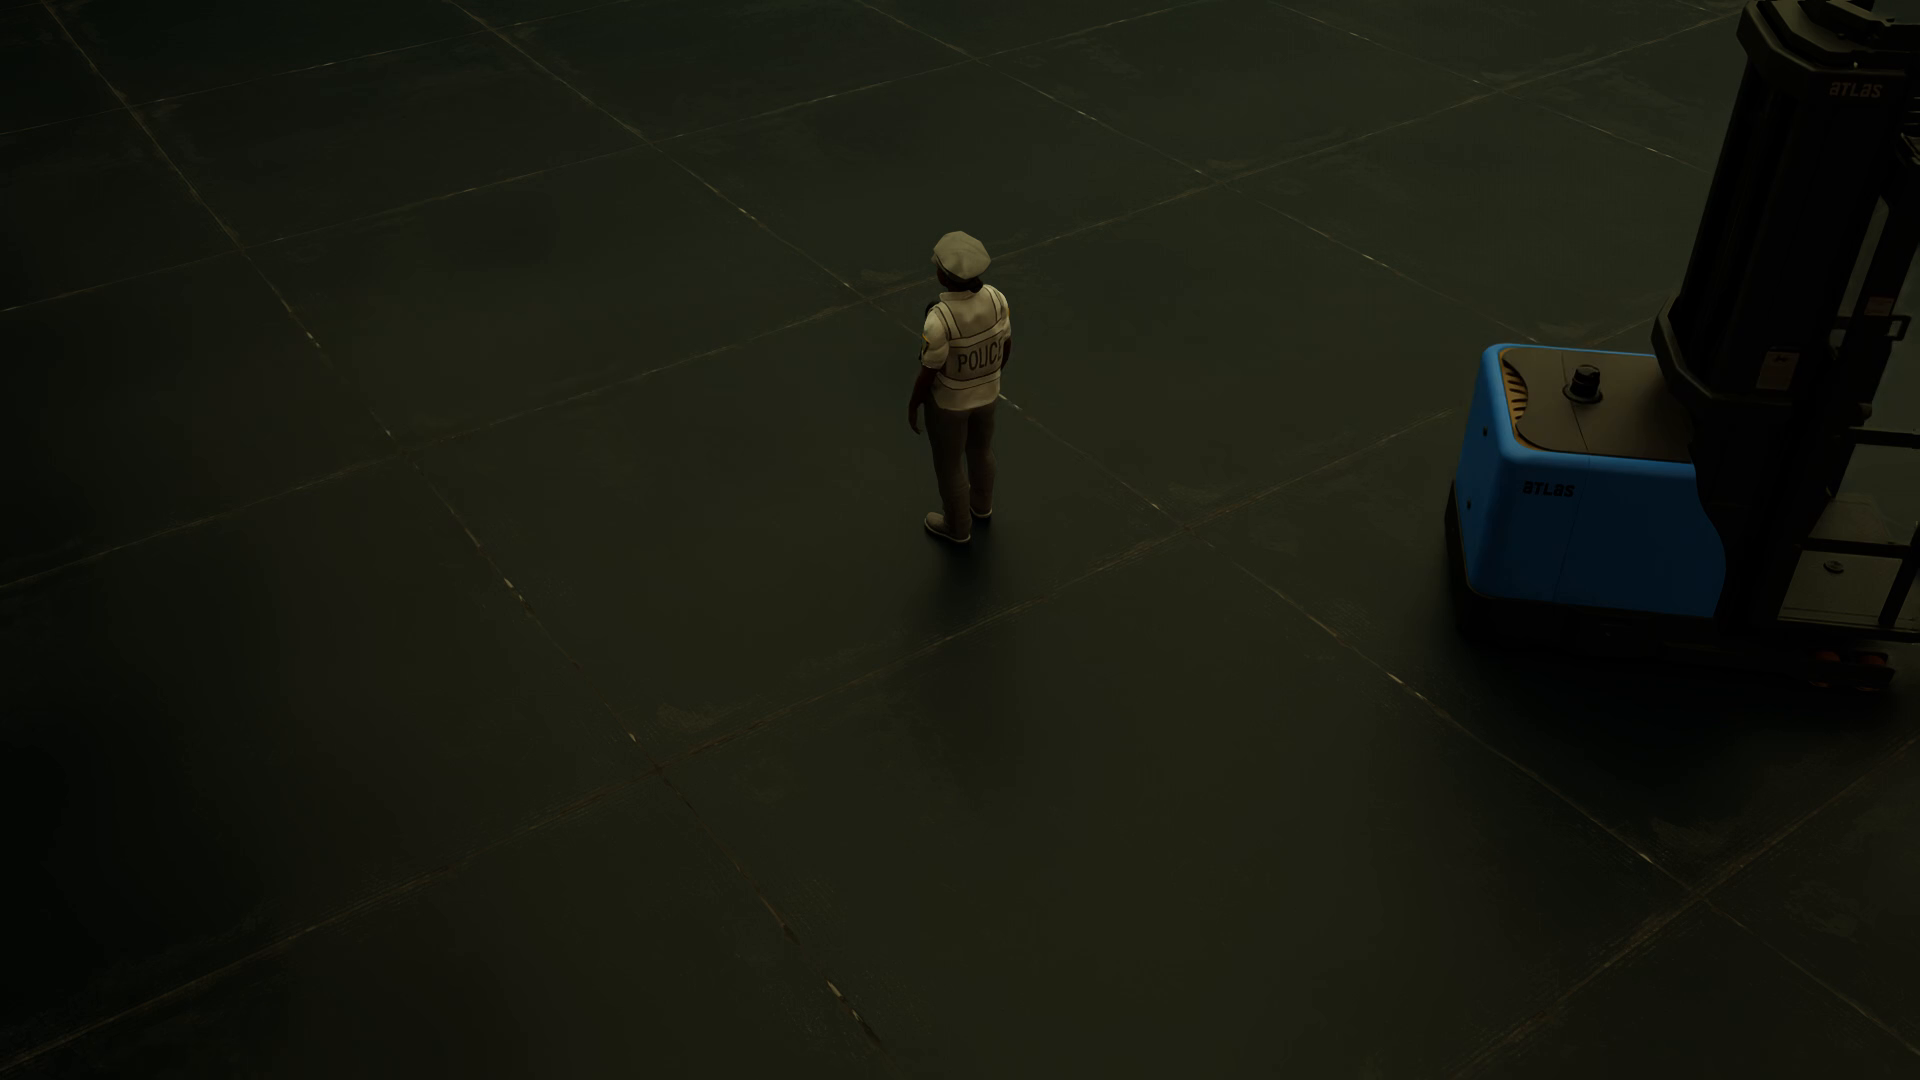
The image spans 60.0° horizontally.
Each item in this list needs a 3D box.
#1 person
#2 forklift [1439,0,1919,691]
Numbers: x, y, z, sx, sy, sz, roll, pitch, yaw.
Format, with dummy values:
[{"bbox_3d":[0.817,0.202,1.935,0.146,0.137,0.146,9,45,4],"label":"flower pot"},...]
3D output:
[{"bbox_3d":[-0.027,-0.730,7.960,0.569,1.694,0.530,-23,42,-28],"label":"person"},{"bbox_3d":[3.860,-0.839,7.080,3.031,2.935,1.130,5,37,7],"label":"forklift"}]
